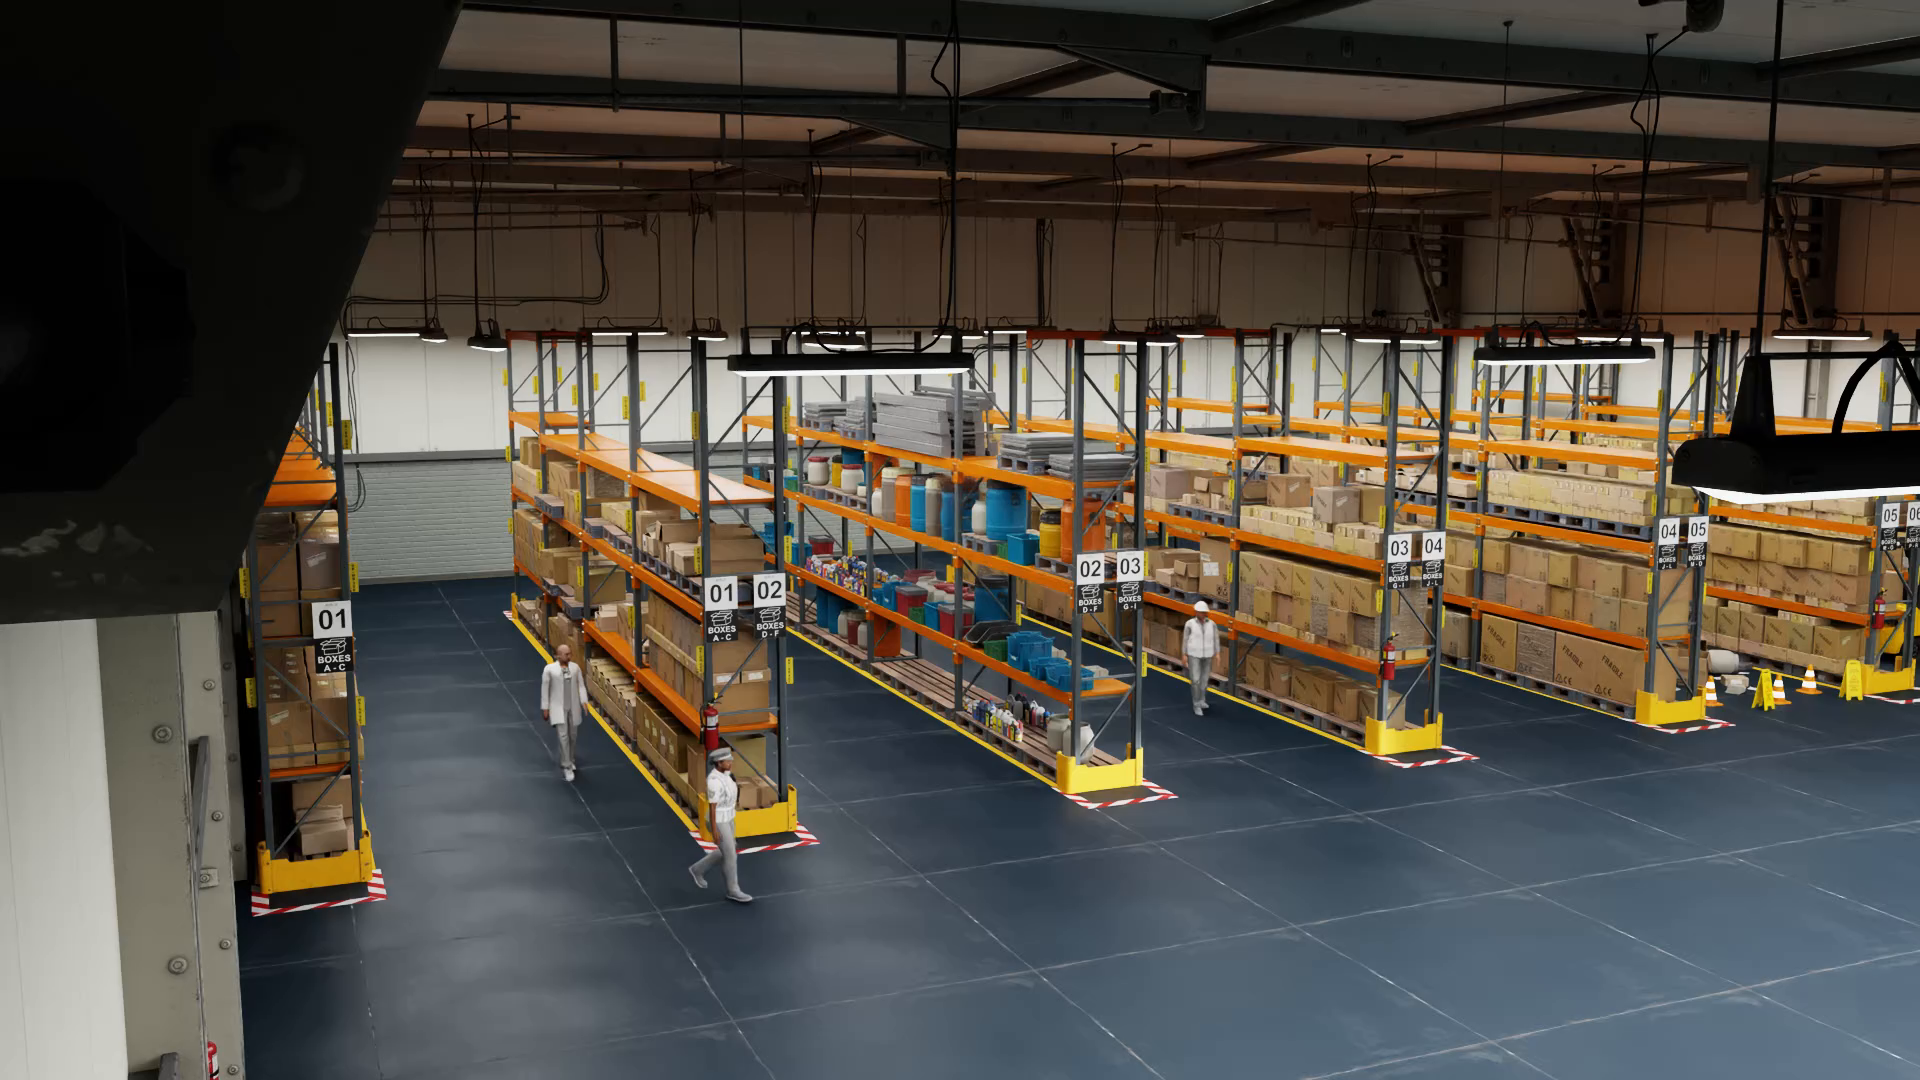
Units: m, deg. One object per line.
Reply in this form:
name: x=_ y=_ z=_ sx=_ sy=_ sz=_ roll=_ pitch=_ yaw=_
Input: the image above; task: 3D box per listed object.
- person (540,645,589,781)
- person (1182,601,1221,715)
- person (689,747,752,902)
person: x=-5.398 y=2.362 z=22.921 sx=0.620 sy=1.794 sz=0.798 roll=-5 pitch=9 yaw=-35
person: x=3.855 y=1.869 z=26.531 sx=0.592 sy=1.812 sz=0.595 roll=-1 pitch=8 yaw=-8
person: x=-2.605 y=3.054 z=18.068 sx=0.771 sy=1.655 sz=0.512 roll=2 pitch=8 yaw=12
